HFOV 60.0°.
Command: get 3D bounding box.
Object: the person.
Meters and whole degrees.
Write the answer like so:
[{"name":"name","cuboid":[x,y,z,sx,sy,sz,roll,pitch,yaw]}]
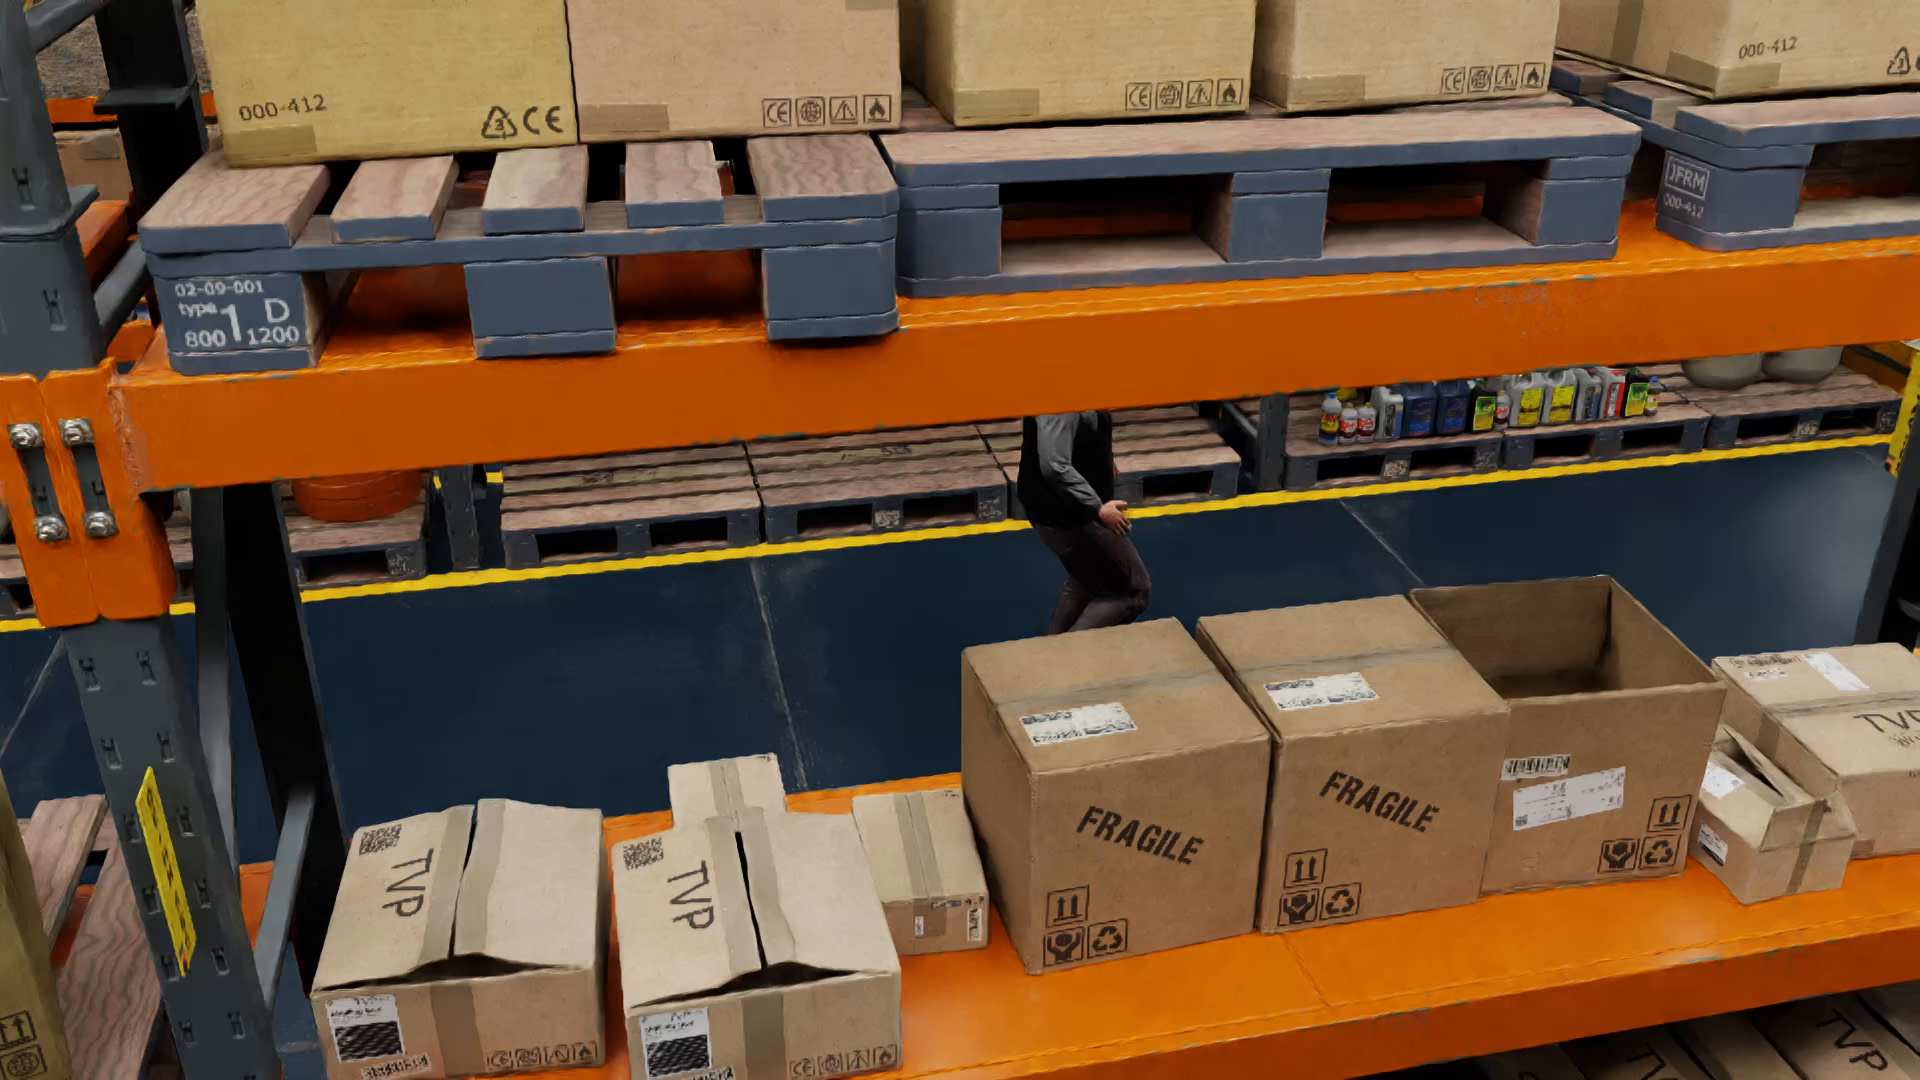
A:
[{"name":"person","cuboid":[0.472,-0.136,6.455,0.502,1.695,0.716,-6,27,-12]}]
